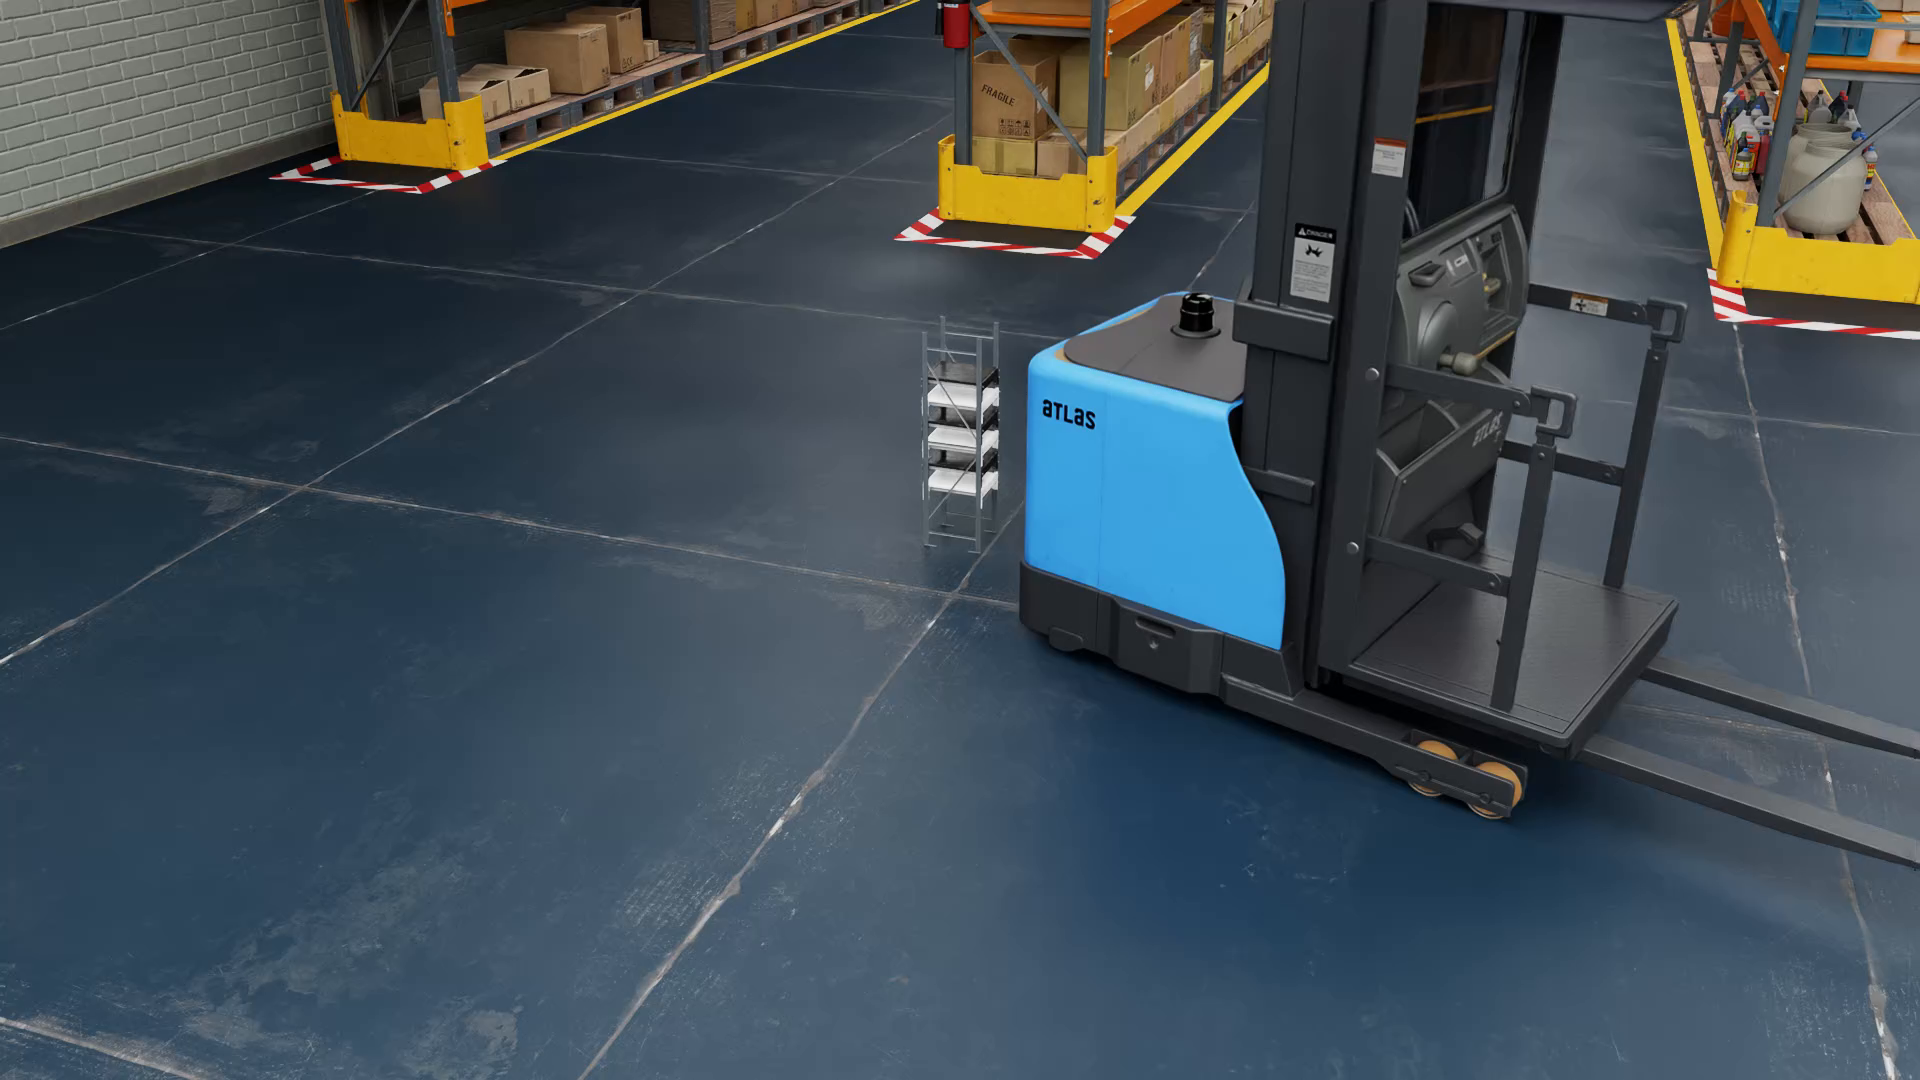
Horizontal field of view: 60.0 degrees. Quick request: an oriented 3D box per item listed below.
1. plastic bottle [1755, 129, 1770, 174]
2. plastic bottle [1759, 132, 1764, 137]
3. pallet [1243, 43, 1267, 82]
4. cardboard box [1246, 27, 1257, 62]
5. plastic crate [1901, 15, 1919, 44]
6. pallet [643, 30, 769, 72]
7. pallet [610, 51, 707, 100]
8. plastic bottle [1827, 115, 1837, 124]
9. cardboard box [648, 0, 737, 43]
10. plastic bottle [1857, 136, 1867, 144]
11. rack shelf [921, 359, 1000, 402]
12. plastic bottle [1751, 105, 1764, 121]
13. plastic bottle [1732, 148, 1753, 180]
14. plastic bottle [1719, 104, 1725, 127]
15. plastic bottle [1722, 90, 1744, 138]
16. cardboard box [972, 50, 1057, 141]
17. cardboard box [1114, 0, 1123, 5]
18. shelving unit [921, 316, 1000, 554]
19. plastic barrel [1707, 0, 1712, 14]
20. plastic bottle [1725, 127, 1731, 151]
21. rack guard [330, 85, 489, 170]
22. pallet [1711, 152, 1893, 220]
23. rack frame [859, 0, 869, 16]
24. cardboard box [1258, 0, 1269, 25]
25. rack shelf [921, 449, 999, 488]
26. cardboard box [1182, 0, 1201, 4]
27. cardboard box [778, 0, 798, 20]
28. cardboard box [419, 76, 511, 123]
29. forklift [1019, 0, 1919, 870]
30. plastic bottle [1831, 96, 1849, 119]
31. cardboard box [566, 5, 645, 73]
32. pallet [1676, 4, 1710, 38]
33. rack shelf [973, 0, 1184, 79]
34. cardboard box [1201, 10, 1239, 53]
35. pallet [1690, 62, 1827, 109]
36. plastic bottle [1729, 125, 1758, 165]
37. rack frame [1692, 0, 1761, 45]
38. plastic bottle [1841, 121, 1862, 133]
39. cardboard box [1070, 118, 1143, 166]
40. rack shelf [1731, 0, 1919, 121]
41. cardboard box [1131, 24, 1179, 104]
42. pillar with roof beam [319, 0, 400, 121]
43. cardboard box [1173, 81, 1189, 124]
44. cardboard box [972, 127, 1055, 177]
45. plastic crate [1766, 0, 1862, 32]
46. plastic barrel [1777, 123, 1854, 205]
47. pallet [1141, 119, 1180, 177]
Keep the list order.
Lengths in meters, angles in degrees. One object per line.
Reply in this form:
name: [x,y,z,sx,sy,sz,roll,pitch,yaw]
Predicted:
plastic bottle: [5.532,-2.680,11.456,0.061,0.283,0.133,9,27,17]
plastic bottle: [5.657,-2.785,11.766,0.097,0.201,0.097,0,26,0]
pallet: [2.398,-4.722,16.261,1.003,0.211,1.213,9,27,17]
cardboard box: [2.494,-4.670,15.627,0.500,0.250,0.500,8,27,16]
plastic crate: [5.725,-3.005,9.816,0.298,0.136,0.250,9,27,17]
pallet: [-2.630,-4.948,16.727,1.003,0.211,1.213,9,27,17]
pallet: [-3.078,-4.346,15.485,1.003,0.211,1.213,9,27,17]
plastic bottle: [6.236,-2.908,11.925,0.061,0.283,0.133,9,27,17]
cardboard box: [-2.658,-5.260,16.536,0.700,0.500,0.500,10,27,19]
plastic bottle: [6.135,-2.613,11.330,0.097,0.271,0.097,0,26,0]
rack shelf: [0.003,-0.621,6.458,0.258,0.077,0.200,9,27,17]
plastic bottle: [5.861,-3.067,12.269,0.097,0.271,0.097,0,26,0]
plastic bottle: [5.322,-2.559,11.299,0.097,0.201,0.097,0,26,0]
plastic bottle: [5.902,-3.275,12.779,0.097,0.201,0.097,0,26,0]
plastic bottle: [5.795,-3.180,12.411,0.144,0.351,0.185,10,27,19]
cardboard box: [0.352,-3.074,11.471,0.500,0.500,0.500,9,27,17]
cardboard box: [0.792,-3.973,11.400,0.700,0.500,0.500,9,27,19]
shelving unit: [0.003,-0.408,6.561,0.258,0.900,0.210,9,27,17]
plastic barrel: [8.309,-5.861,17.698,0.600,0.588,0.708,9,27,17]
plastic bottle: [5.616,-2.922,12.050,0.097,0.201,0.097,0,26,0]
rack guard: [-4.193,-3.145,12.672,1.175,0.500,0.348,9,27,17]
pallet: [5.788,-2.418,11.502,1.003,0.211,1.213,9,27,17]
rack frame: [-1.556,-7.526,18.853,1.000,3.000,0.127,9,27,17]
cardboard box: [2.668,-5.135,15.944,0.500,0.311,0.500,10,27,19]
rack shelf: [0.003,-0.297,6.615,0.258,0.077,0.200,9,27,17]
cardboard box: [1.985,-4.997,15.659,0.500,0.311,0.500,9,27,17]
cardboard box: [-2.166,-5.893,17.842,0.700,0.500,0.500,9,27,17]
cardboard box: [-3.903,-3.498,13.113,0.500,0.311,0.500,6,26,12]
forklift: [1.689,-0.741,4.918,3.031,2.935,1.130,19,31,33]
plastic bottle: [6.449,-3.066,12.176,0.144,0.351,0.185,7,27,15]
cardboard box: [-3.195,-4.523,15.014,0.500,0.500,0.500,7,27,14]
pallet: [8.417,-5.664,18.207,1.003,0.211,1.213,9,27,17]
rack shelf: [1.120,-4.020,12.436,1.077,0.370,4.000,9,27,17]
cardboard box: [2.158,-4.503,14.639,0.500,0.311,0.500,9,27,18]
pallet: [7.084,-4.022,14.815,1.003,0.211,1.213,9,27,17]
plastic bottle: [5.478,-2.749,11.607,0.152,0.276,0.135,8,27,16]
rack frame: [7.786,-6.090,15.885,1.000,3.000,0.127,9,27,17]
plastic bottle: [6.283,-2.834,11.781,0.152,0.276,0.135,9,27,18]
cardboard box: [1.005,-2.868,11.904,0.500,0.250,0.500,9,27,17]
rack shelf: [5.789,-3.300,10.950,1.077,0.370,4.000,9,27,17]
cardboard box: [1.344,-3.615,12.587,0.500,0.500,0.500,9,27,17]
pillar with roof beam: [-0.742,-6.728,10.319,9.100,9.000,0.400,9,27,17]
cardboard box: [1.509,-3.483,13.176,0.500,0.250,0.500,9,27,17]
cardboard box: [0.354,-2.737,11.633,0.500,0.250,0.500,9,27,17]
plastic crate: [5.230,-3.250,10.192,0.499,0.251,0.408,9,27,17]
plastic barrel: [5.438,-2.359,10.553,0.421,0.512,0.421,0,26,0]
pallet: [1.077,-3.087,12.883,1.003,0.211,1.213,9,27,17]
